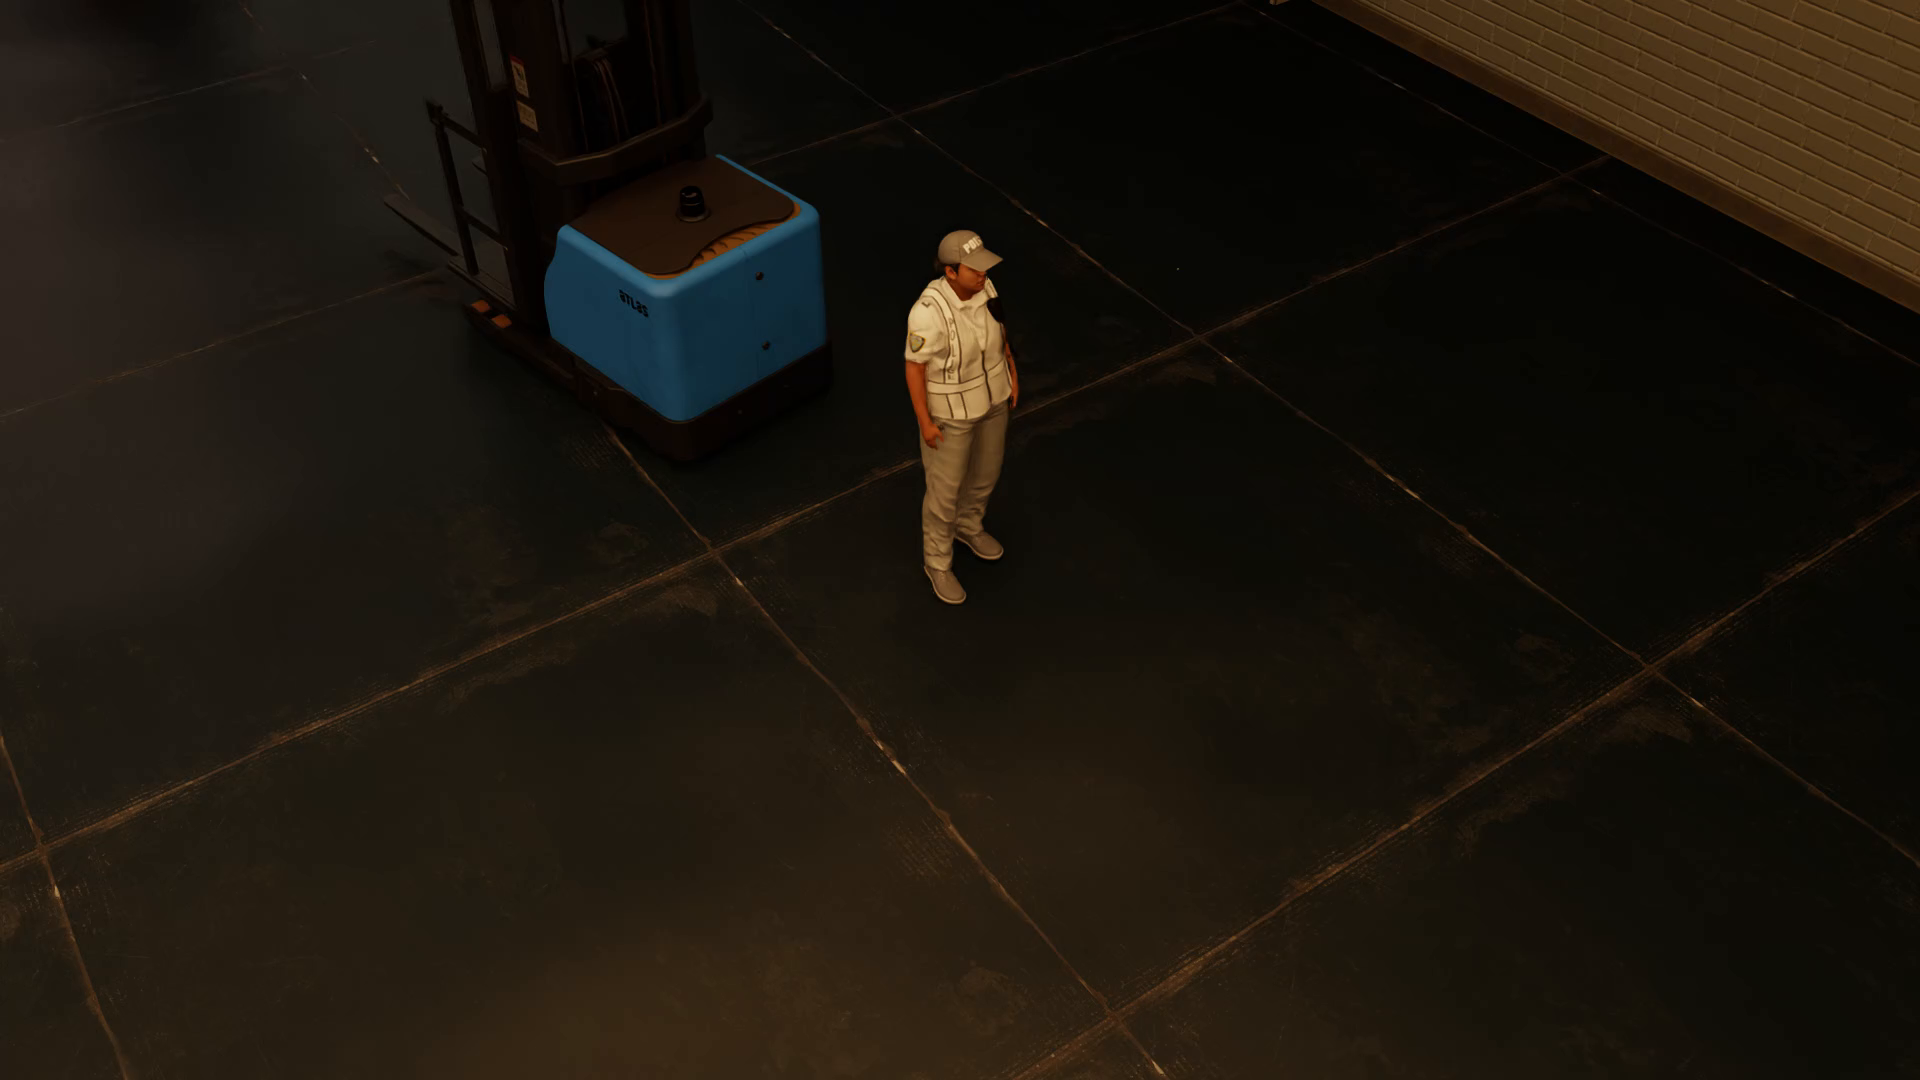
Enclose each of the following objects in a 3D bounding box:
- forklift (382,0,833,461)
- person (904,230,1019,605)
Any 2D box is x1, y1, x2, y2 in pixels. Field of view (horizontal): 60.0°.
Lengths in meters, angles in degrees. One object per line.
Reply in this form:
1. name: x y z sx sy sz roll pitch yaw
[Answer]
1. forklift: -2.067 -2.355 8.271 3.031 2.935 1.130 34 52 31
2. person: 0.034 -0.562 7.263 0.641 1.669 0.486 -33 52 -31
